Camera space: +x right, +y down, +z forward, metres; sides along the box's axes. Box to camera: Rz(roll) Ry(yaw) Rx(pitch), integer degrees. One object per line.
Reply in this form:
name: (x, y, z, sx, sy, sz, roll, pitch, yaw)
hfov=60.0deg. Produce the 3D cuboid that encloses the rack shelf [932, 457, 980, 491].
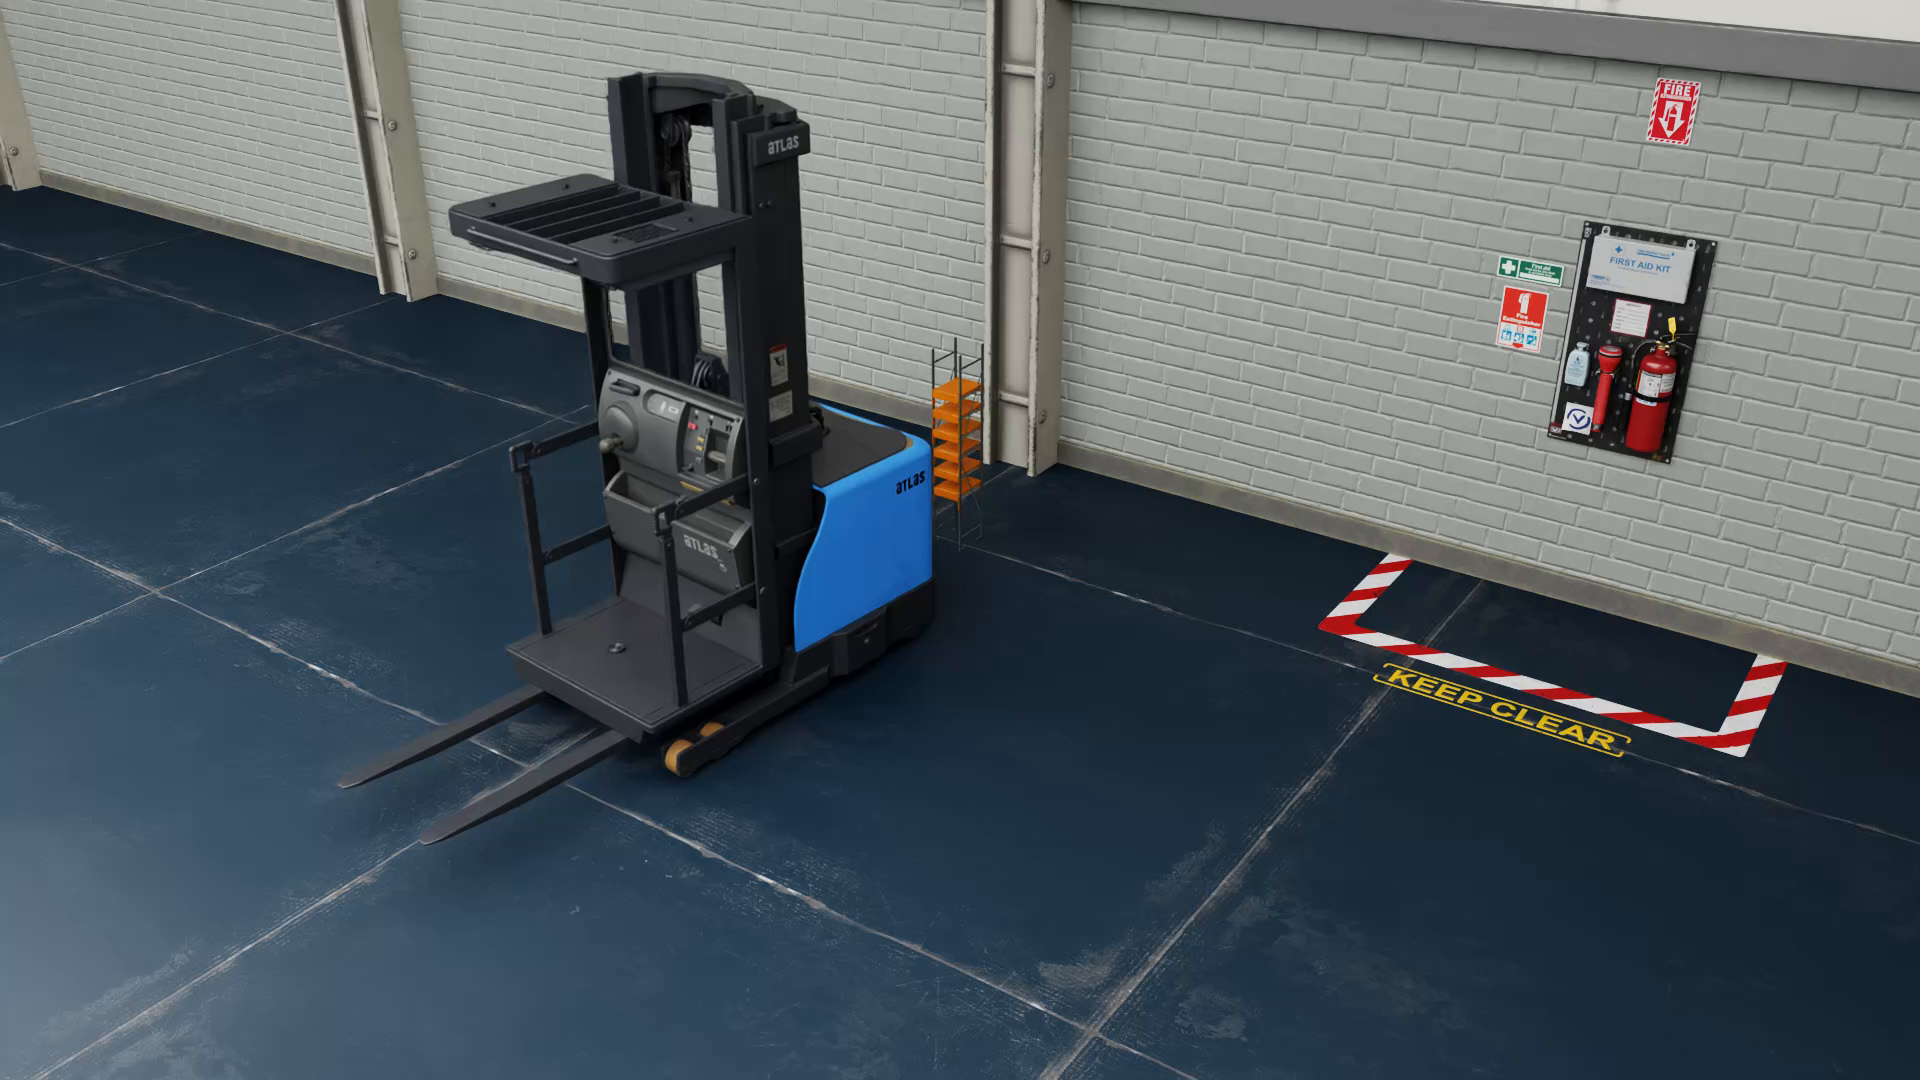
rack shelf: (-0.012, -0.392, 9.560, 0.180, 0.103, 0.258, 17, 32, 30)

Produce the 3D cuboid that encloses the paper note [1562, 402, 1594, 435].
paper note: (3.217, -0.631, 8.655, 0.142, 0.148, 0.016, 17, 32, 30)

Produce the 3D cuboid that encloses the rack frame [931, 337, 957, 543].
rack frame: (-0.087, -0.562, 9.531, 0.006, 1.200, 0.240, 17, 32, 30)

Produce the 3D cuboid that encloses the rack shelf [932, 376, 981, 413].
rack shelf: (-0.012, -0.820, 9.342, 0.180, 0.103, 0.258, 17, 32, 30)

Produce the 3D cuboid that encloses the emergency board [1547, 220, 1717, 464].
emergency board: (3.324, -0.953, 8.315, 0.643, 1.169, 0.194, 17, 32, 30)

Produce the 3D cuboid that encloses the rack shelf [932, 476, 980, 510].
rack shelf: (-0.012, -0.285, 9.614, 0.180, 0.103, 0.258, 17, 32, 30)

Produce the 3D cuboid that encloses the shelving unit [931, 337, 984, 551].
shelving unit: (-0.012, -0.538, 9.485, 0.189, 1.200, 0.258, 17, 32, 30)

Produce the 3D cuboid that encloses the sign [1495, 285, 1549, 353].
sign: (2.927, -1.149, 8.662, 0.234, 0.329, 0.001, 17, 32, 30)

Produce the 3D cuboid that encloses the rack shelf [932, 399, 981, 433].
rack shelf: (-0.012, -0.713, 9.396, 0.180, 0.103, 0.258, 17, 32, 30)

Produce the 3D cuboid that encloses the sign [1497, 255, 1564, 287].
sign: (2.925, -1.381, 8.533, 0.331, 0.109, 0.001, 17, 32, 30)

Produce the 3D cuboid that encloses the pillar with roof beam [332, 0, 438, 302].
pillar with roof beam: (-6.989, -4.450, 8.572, 0.400, 9.000, 9.100, 17, 32, 30)

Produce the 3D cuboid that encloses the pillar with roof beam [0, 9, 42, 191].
pillar with roof beam: (-11.935, -5.990, 11.599, 0.400, 9.000, 9.100, 17, 32, 30)

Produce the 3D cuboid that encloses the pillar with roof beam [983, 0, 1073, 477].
pillar with roof beam: (-2.044, -2.909, 5.544, 0.400, 9.000, 9.100, 17, 32, 30)

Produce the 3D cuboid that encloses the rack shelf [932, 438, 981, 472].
rack shelf: (-0.012, -0.499, 9.505, 0.180, 0.103, 0.258, 17, 32, 30)

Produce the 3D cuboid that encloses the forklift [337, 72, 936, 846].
forklift: (-1.465, -0.480, 7.462, 1.130, 2.935, 3.031, 21, 34, 35)

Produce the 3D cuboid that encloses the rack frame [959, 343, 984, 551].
rack frame: (0.063, -0.515, 9.439, 0.006, 1.200, 0.240, 17, 32, 30)

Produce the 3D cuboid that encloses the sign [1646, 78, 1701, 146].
sign: (3.374, -2.025, 7.867, 0.199, 0.298, 0.001, 17, 32, 30)

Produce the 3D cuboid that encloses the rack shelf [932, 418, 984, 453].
rack shelf: (-0.012, -0.606, 9.451, 0.180, 0.103, 0.258, 17, 32, 30)
